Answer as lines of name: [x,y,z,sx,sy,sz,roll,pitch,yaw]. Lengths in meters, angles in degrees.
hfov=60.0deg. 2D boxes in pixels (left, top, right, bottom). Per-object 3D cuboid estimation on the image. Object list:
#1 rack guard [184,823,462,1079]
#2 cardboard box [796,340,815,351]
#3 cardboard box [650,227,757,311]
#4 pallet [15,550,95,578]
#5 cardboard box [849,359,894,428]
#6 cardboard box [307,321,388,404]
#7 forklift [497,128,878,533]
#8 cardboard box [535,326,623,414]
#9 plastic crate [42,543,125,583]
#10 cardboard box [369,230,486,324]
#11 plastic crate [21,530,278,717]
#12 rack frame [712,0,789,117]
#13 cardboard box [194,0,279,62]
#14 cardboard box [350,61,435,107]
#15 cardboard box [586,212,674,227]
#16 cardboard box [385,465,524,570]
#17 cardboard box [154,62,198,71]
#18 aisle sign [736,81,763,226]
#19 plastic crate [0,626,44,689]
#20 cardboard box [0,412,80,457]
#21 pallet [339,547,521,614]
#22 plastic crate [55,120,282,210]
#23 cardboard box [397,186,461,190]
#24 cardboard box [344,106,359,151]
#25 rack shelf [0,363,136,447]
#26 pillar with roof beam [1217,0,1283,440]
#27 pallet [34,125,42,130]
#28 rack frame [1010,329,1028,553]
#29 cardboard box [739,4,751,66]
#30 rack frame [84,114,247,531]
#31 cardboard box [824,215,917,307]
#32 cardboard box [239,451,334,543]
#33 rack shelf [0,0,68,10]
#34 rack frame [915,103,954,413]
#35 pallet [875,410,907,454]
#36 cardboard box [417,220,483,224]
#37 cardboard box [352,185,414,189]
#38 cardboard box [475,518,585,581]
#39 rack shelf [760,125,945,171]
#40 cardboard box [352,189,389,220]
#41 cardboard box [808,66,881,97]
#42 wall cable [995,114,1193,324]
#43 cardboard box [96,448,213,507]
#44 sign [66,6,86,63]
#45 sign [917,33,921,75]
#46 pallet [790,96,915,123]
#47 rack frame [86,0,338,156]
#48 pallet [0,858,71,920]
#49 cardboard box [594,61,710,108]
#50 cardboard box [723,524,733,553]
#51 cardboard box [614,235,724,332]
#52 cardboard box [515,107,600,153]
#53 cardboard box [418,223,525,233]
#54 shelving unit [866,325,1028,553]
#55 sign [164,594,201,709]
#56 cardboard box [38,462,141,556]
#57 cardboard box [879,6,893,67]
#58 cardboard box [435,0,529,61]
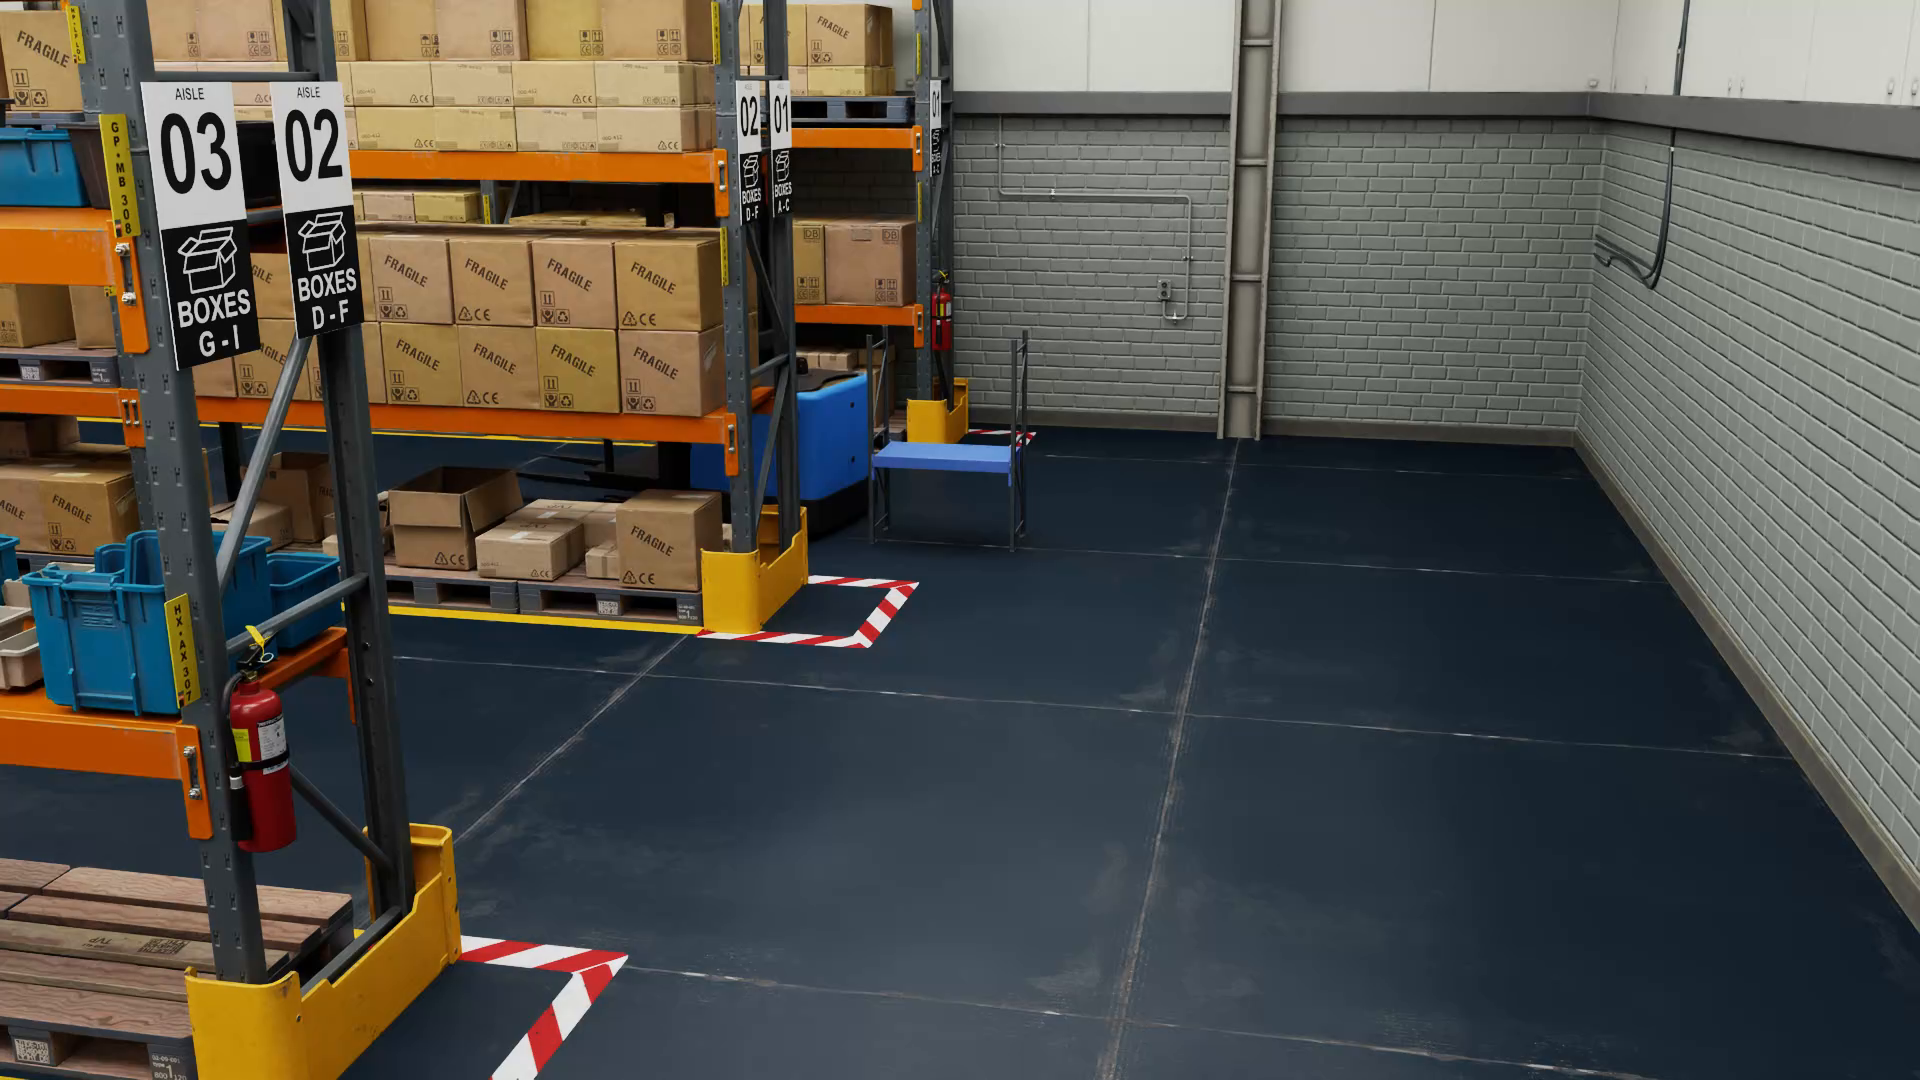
rack guard: [-2.164,1.463,5.774,0.348,0.500,1.175,3,16,11]
cardboard box: [-1.502,-1.738,15.329,0.250,0.149,0.380,3,16,12]
cardboard box: [-1.582,-1.658,10.297,0.500,0.500,0.500,4,16,13]
pallet: [-5.924,0.063,11.371,1.213,0.211,1.003,3,16,11]
cardboard box: [-0.922,-1.340,15.106,0.500,0.500,0.700,3,16,11]
cardboard box: [-3.682,-1.144,10.316,0.500,0.500,0.500,3,16,11]
forklift: [-2.194,-1.676,12.551,3.031,2.935,1.130,7,17,23]
cardboard box: [-2.202,-1.063,10.022,0.500,0.500,0.500,3,16,12]
plastic crate: [-3.012,0.178,5.932,0.300,0.233,0.416,3,16,11]
cardboard box: [-3.198,-1.597,10.079,0.500,0.500,0.500,4,16,13]
plastic crate: [-2.556,0.246,5.308,0.499,0.435,0.616,3,16,11]
rack frame: [-1.200,-3.926,9.309,0.127,3.000,1.000,3,16,11]
cardboard box: [-4.174,-3.144,10.043,0.500,0.500,0.700,3,16,11]
cardboard box: [-3.225,-2.689,9.806,0.500,0.250,0.500,3,16,11]
cardboard box: [-2.894,-2.615,15.252,0.700,0.700,0.980,3,16,10]
cardboard box: [-3.278,-0.158,10.796,0.637,0.503,0.797,3,16,11]
cardboard box: [-4.693,-2.771,10.103,0.500,0.250,0.500,3,16,11]
aisle sign: [-1.194,-2.204,9.460,0.004,0.787,0.394,3,16,11]
plastic crate: [-3.026,0.363,5.445,0.243,0.136,0.396,3,16,11]
cardboard box: [-6.525,-0.759,11.568,0.500,0.250,0.500,3,16,11]
pallet: [-3.248,0.197,10.885,1.213,0.211,1.003,3,16,11]
plastic crate: [-2.512,-1.215,5.387,0.590,0.269,0.497,3,16,11]
cardboard box: [-5.049,-3.225,15.829,0.500,0.250,0.500,3,16,12]
cardboard box: [-3.714,-2.476,9.973,0.500,0.250,0.500,3,16,11]
rack shelf: [-7.080,-1.008,11.358,4.000,0.370,1.077,3,16,11]
pillar with roof beam: [1.744,-4.179,10.220,0.400,9.000,9.100,3,16,11]
pallet: [-6.762,-2.710,10.890,1.003,0.211,1.213,3,16,11]
rack frame: [0.415,-0.700,11.711,0.032,1.500,0.500,3,16,11]
cardboard box: [-1.989,-4.339,14.320,0.500,0.500,0.500,2,16,9]
rack frame: [-5.120,-1.248,10.878,0.127,3.000,1.000,3,16,11]
cardboard box: [-0.718,-2.500,14.837,0.700,0.700,0.980,4,16,14]
cardboard box: [-4.505,-0.299,11.311,0.500,0.500,0.500,3,16,11]
rack shelf: [-10.016,-5.215,16.057,4.000,0.370,1.077,3,16,11]
rack frame: [-0.216,-2.331,14.788,0.127,3.000,1.000,3,16,11]
pallet: [-1.016,-1.009,15.240,1.213,0.211,1.003,3,16,11]
cardboard box: [-4.639,-2.704,15.352,0.500,0.500,0.500,3,16,10]
cardboard box: [-5.541,-3.251,15.921,0.500,0.250,0.500,3,16,9]
cardboard box: [-2.707,0.055,10.501,0.500,0.250,0.500,3,16,11]
rack shelf: [-2.176,-3.536,14.868,4.000,0.370,1.077,3,16,11]
cardboard box: [-5.644,-3.121,15.454,0.500,0.250,0.500,3,16,12]
cardboard box: [-0.987,-3.924,14.229,0.500,0.250,0.500,4,16,13]
wall cable: [1.227,-3.000,15.300,1.851,1.984,0.084,3,16,11]
cardboard box: [-5.545,-0.345,11.476,0.500,0.500,0.500,2,16,9]
sign: [-5.227,-2.987,9.831,0.005,0.325,0.100,3,16,11]
sign: [-0.338,-4.024,13.771,0.005,0.325,0.100,3,16,11]
pallet: [-0.945,-3.771,14.532,1.213,0.211,1.003,3,16,11]
rack frame: [-2.191,-2.631,4.632,0.127,3.000,1.000,3,16,11]
pallet: [-4.183,1.485,6.236,1.213,0.211,1.003,3,16,11]
cardboard box: [-1.754,-2.610,9.520,0.500,0.250,0.500,3,16,11]
cardboard box: [-1.542,0.015,10.836,0.250,0.149,0.380,3,16,11]
cardboard box: [-1.691,-1.517,9.789,0.500,0.500,0.500,3,16,11]
cardboard box: [-2.244,-2.396,9.685,0.500,0.250,0.500,3,16,11]
cardboard box: [-3.083,-1.738,10.588,0.500,0.500,0.500,3,16,11]
shelving unit: [-0.084,-0.727,11.808,1.048,1.500,0.538,3,16,11]
sign: [-2.284,0.327,4.888,0.005,0.325,0.100,3,16,11]
cardboard box: [-5.660,-0.206,10.977,0.500,0.500,0.500,3,16,11]
cardboard box: [-0.884,-4.418,14.607,0.500,0.500,0.500,2,16,9]
cardboard box: [-2.691,-3.081,9.816,0.500,0.500,0.700,3,16,11]
